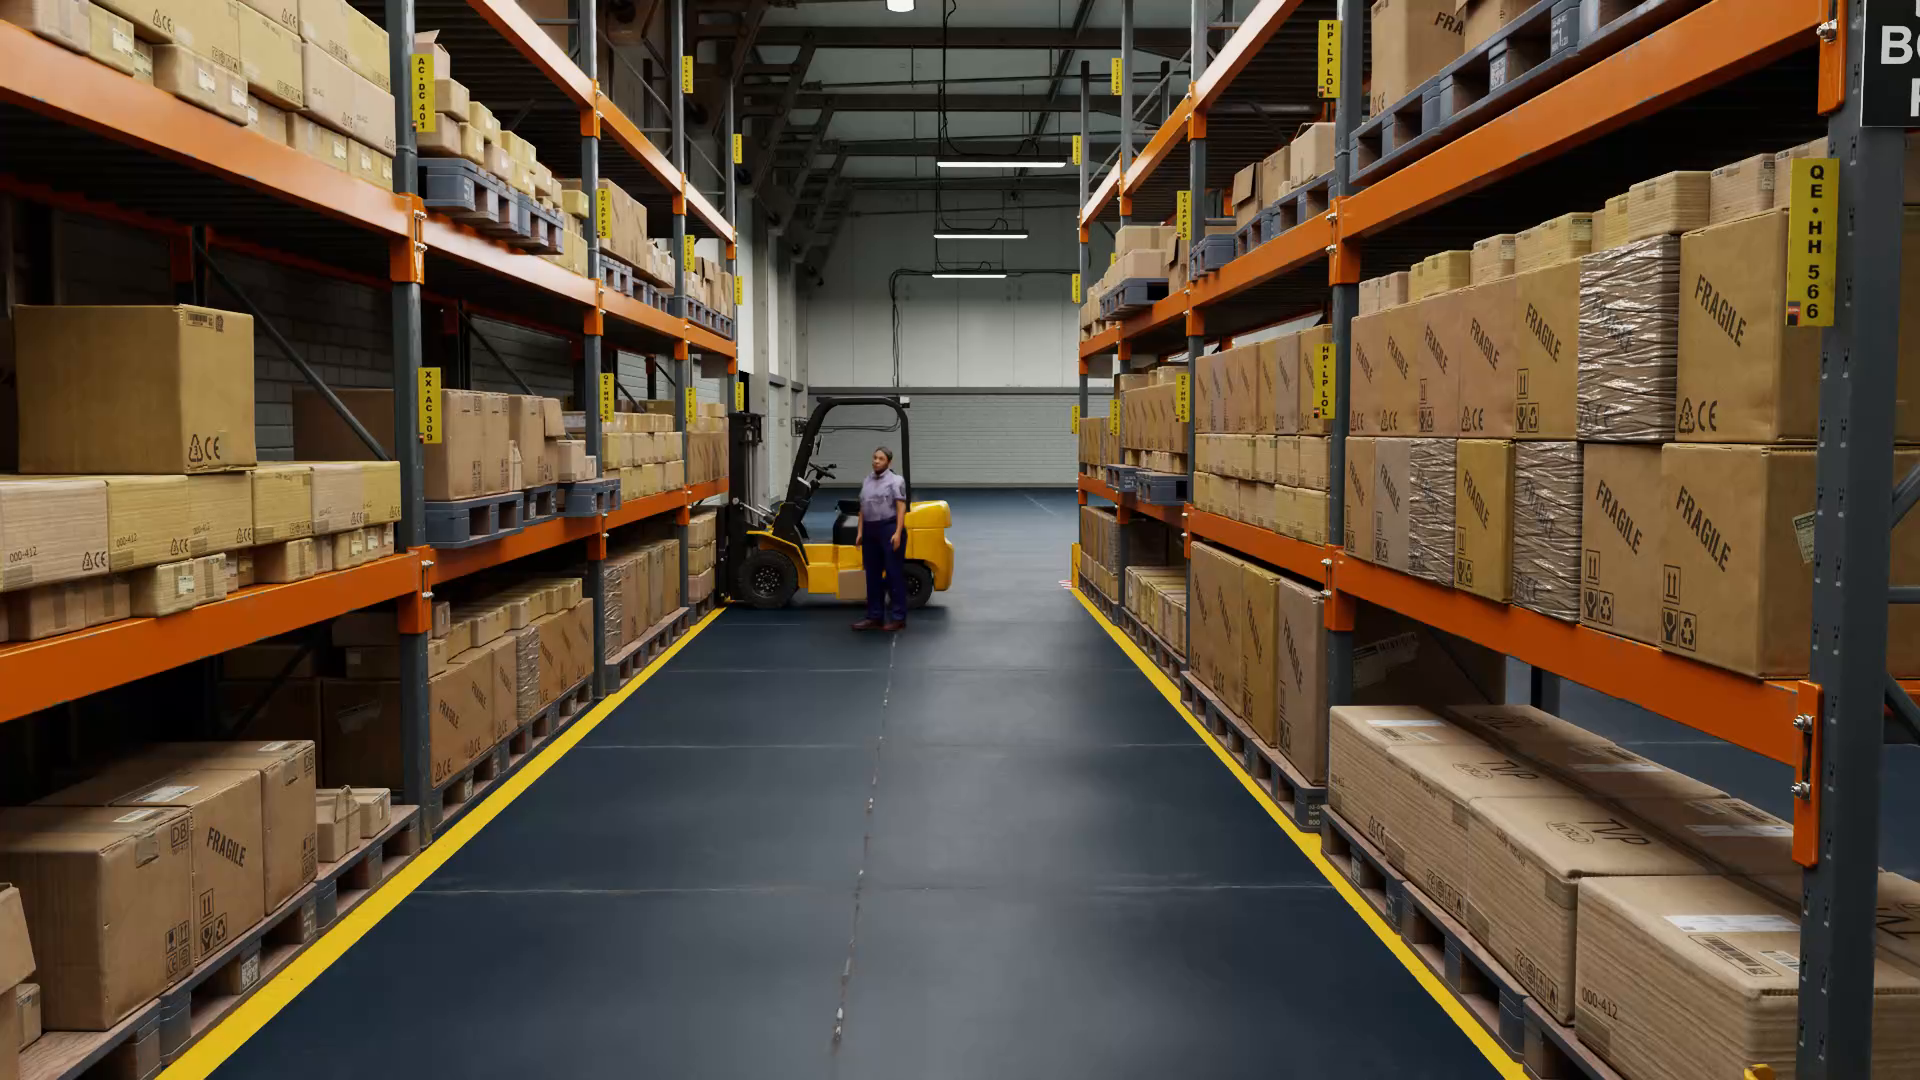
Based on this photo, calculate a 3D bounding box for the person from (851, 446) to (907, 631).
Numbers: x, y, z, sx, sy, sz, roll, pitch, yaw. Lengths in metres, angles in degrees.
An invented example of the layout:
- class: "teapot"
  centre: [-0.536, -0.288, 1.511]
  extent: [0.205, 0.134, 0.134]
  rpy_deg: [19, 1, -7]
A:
- class: "person"
  centre: [-0.711, 0.034, 14.947]
  extent: [0.592, 1.570, 0.372]
  rpy_deg: [3, 5, 39]
